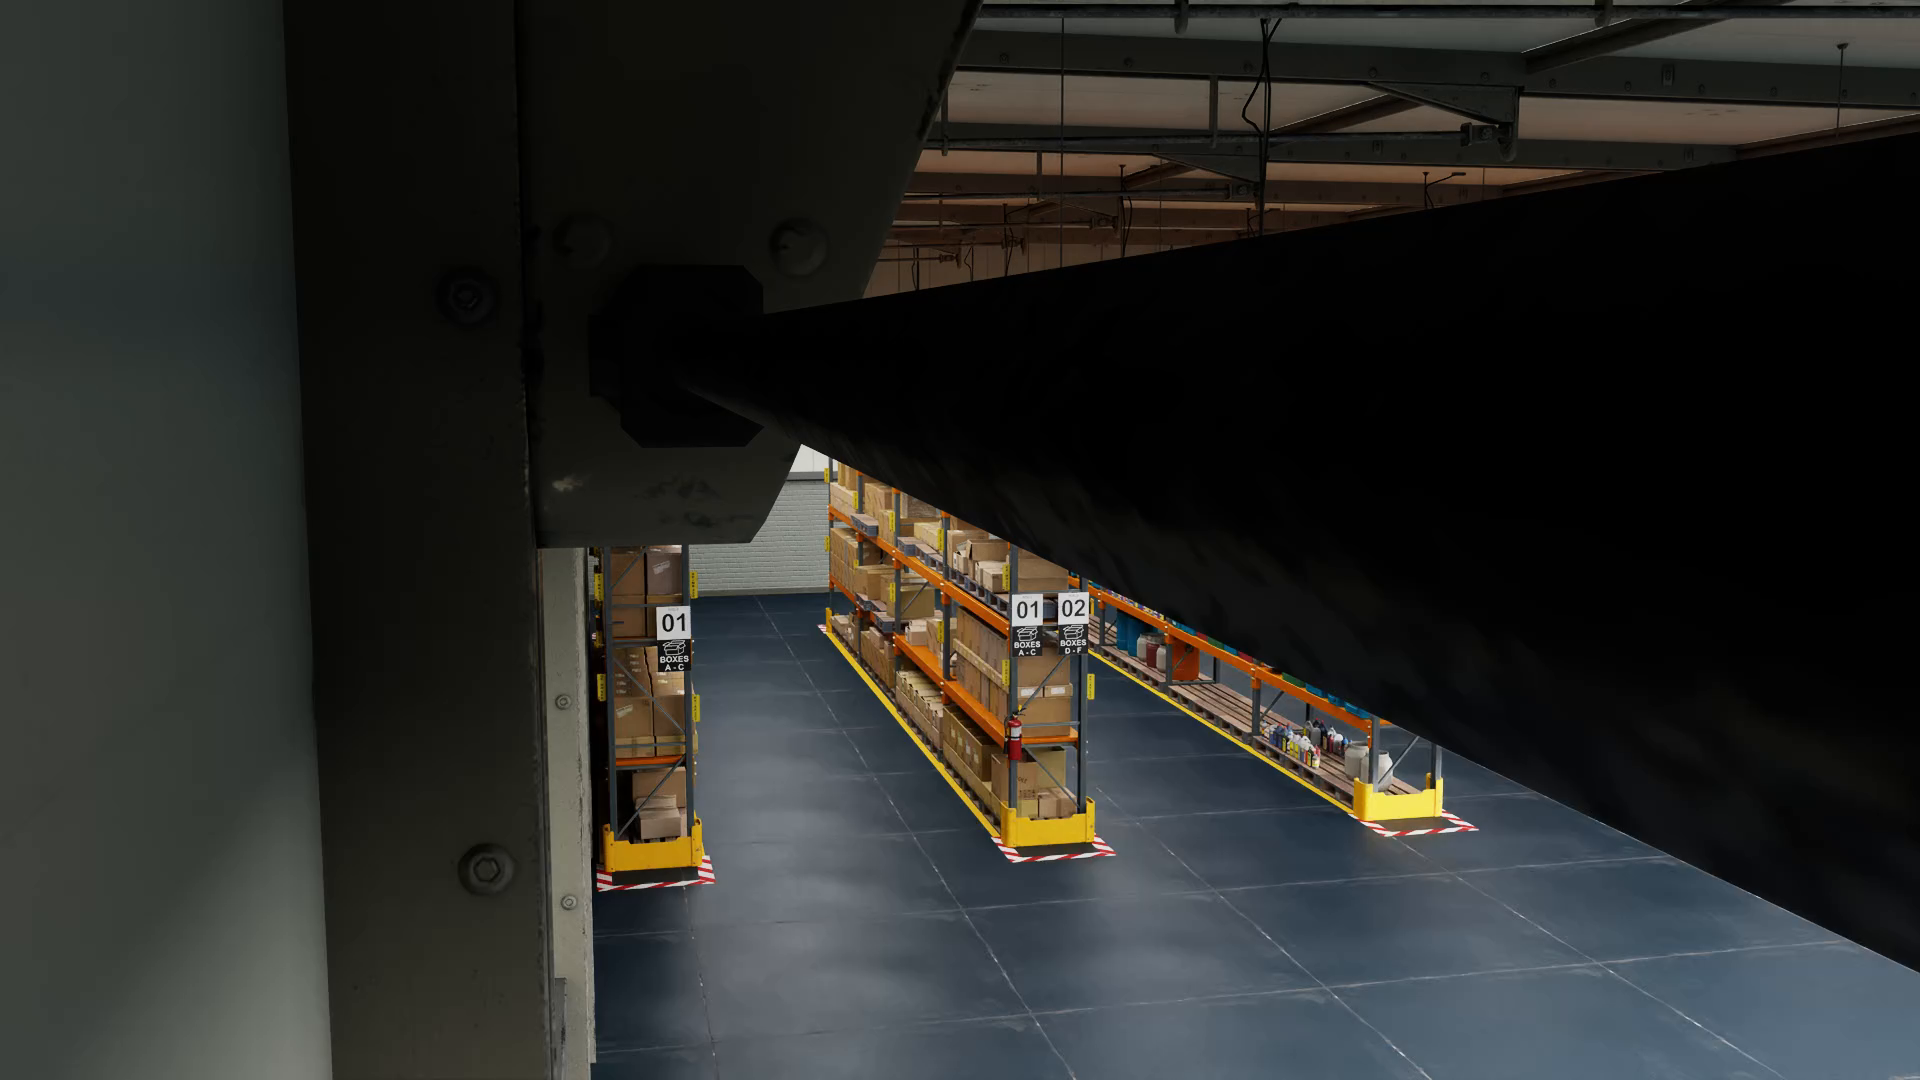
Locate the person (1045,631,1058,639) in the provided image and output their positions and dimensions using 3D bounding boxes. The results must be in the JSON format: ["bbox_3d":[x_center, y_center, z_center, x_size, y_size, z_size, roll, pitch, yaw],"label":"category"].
[{"bbox_3d":[1.676,1.886,30.366,0.598,1.688,0.876,-3,7,-25],"label":"person"}]
